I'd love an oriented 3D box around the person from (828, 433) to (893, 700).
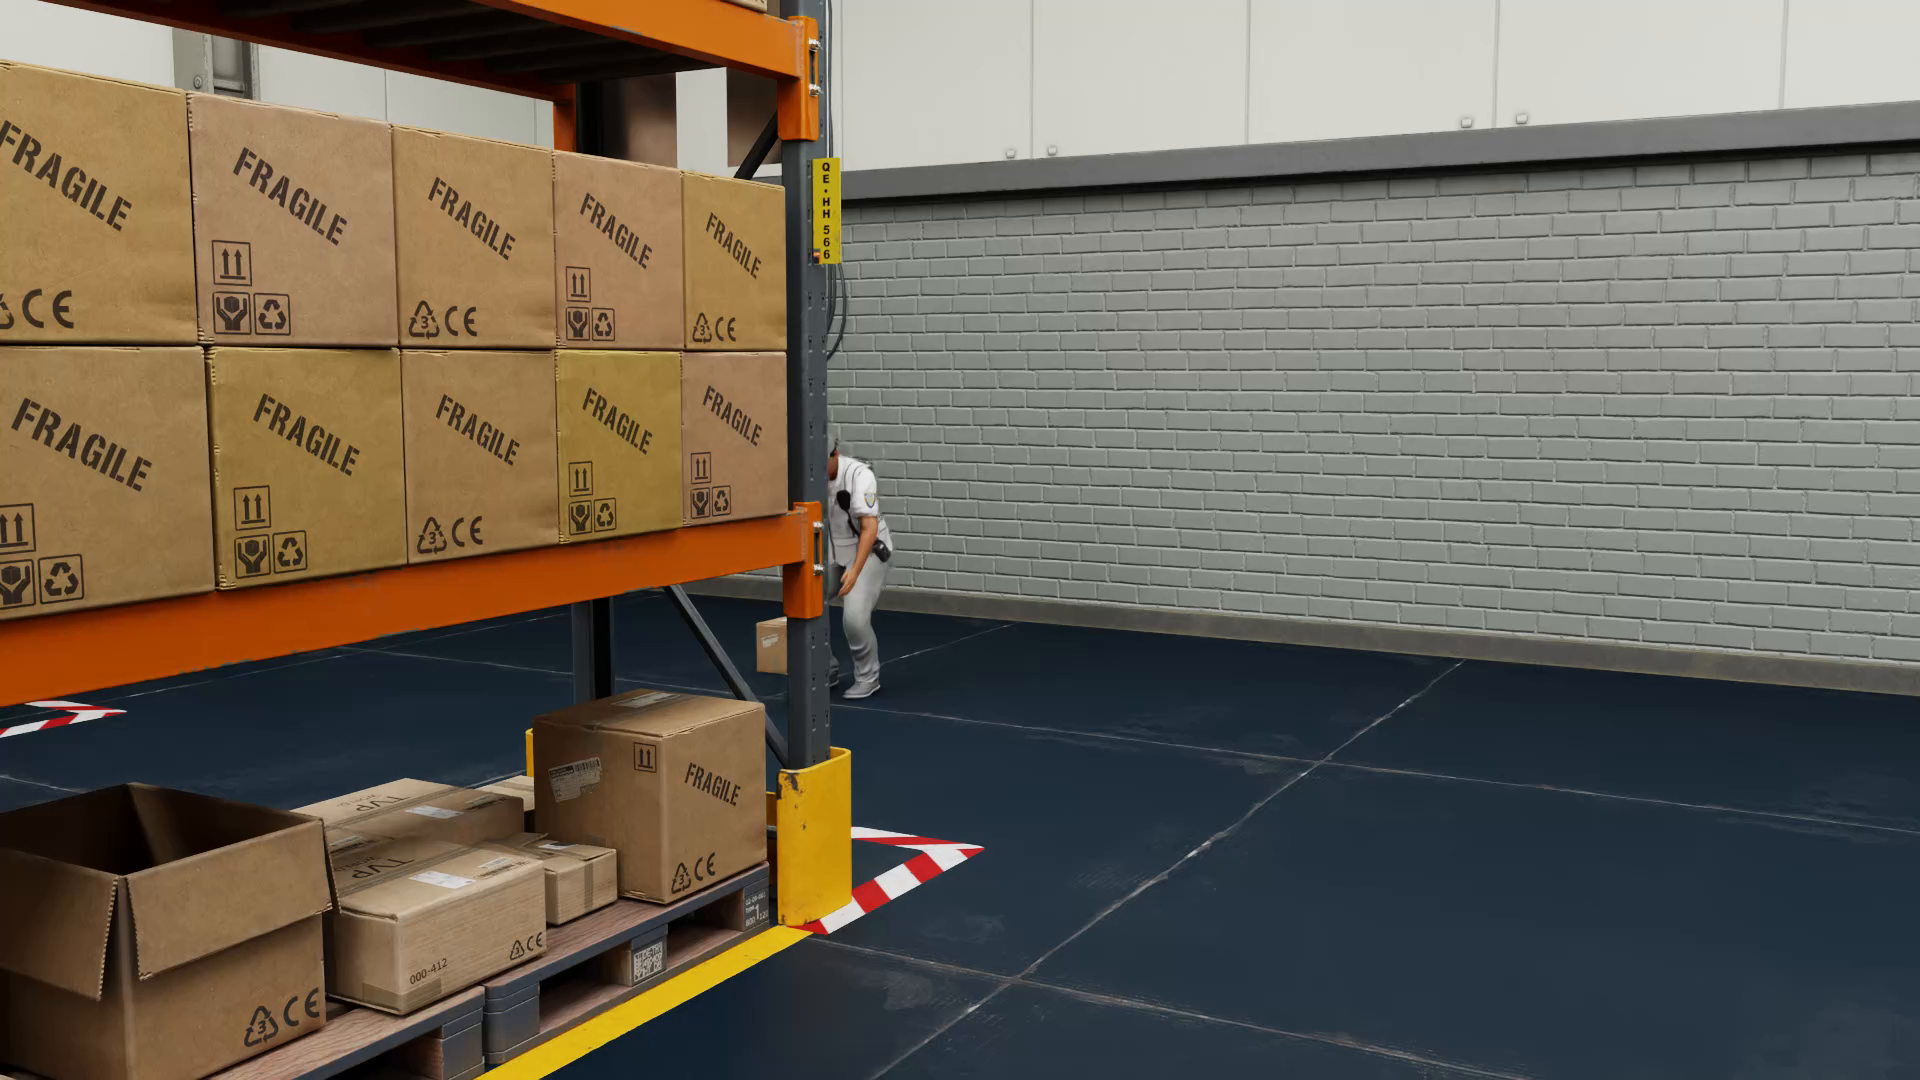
[{"bbox_3d":[-0.632,0.124,8.852,0.533,1.432,0.691,3,7,29],"label":"person"}]
